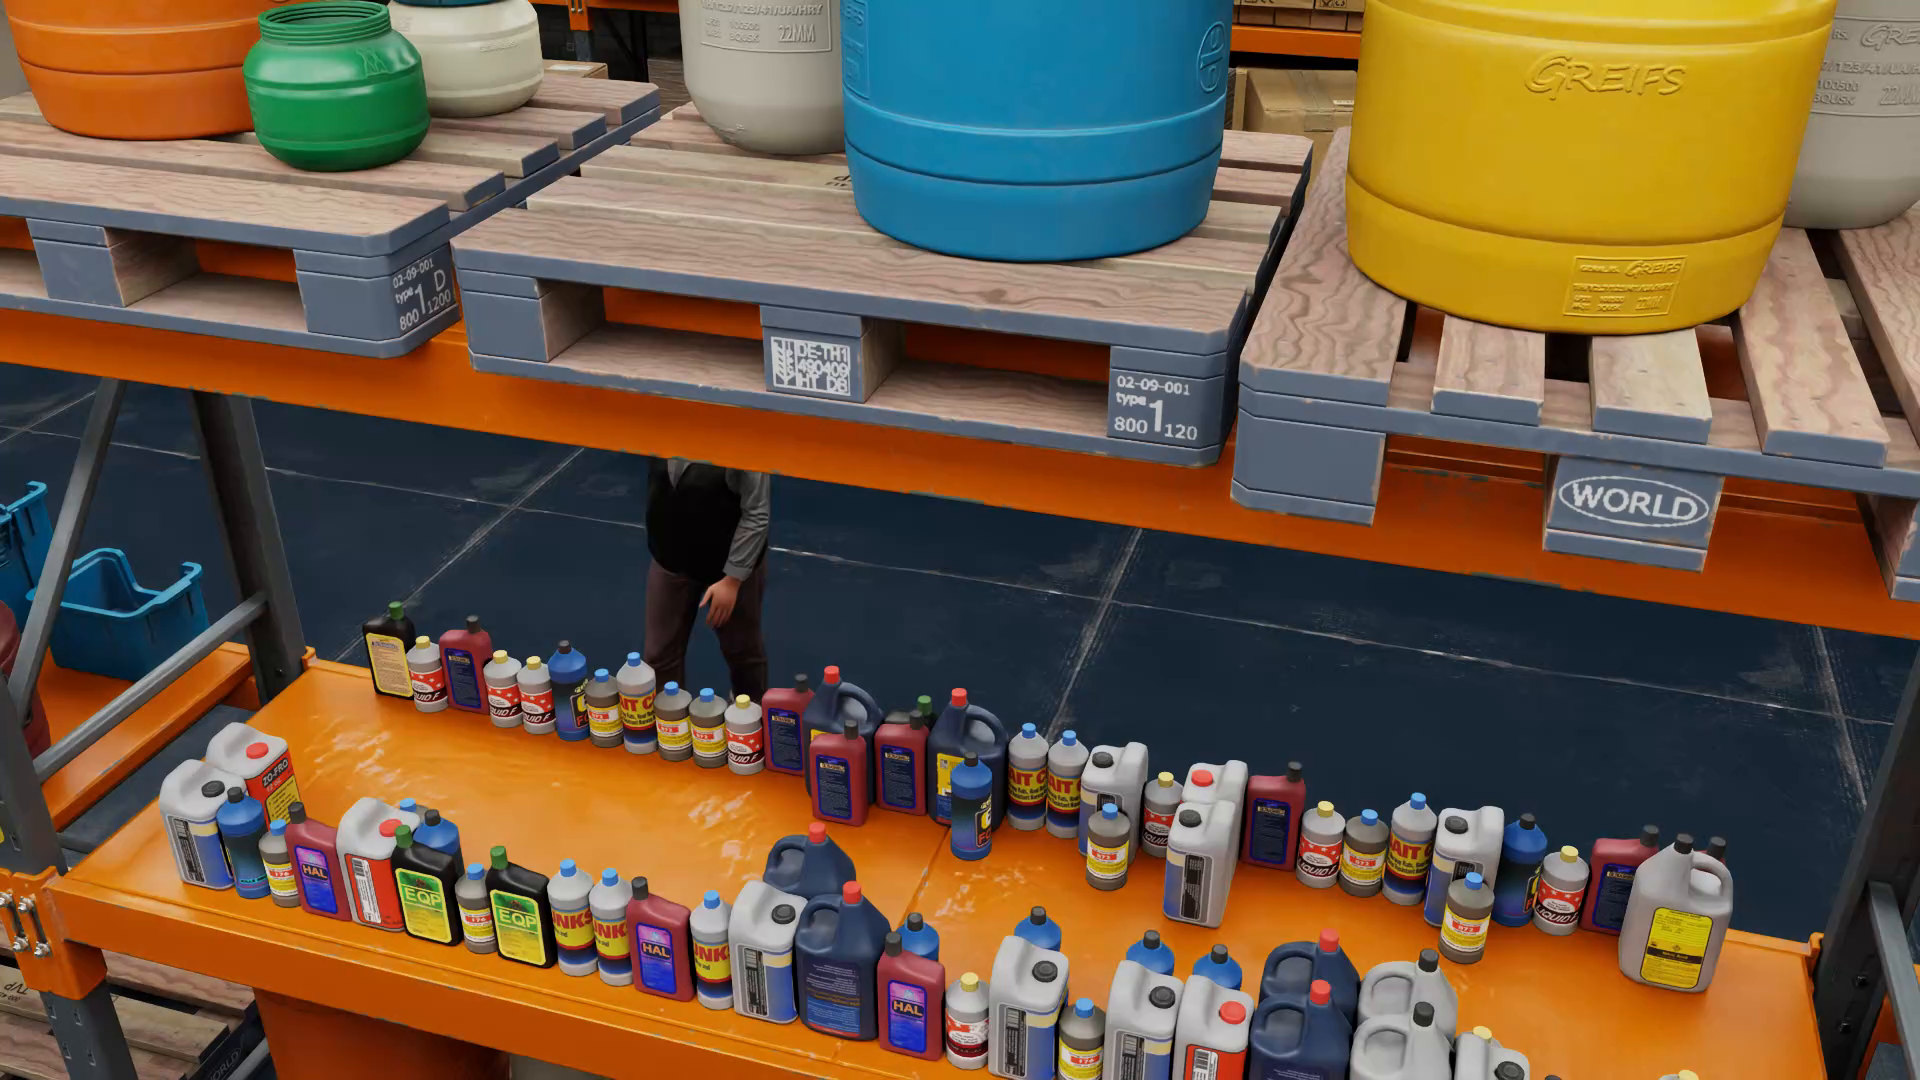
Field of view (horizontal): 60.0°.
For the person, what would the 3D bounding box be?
[{"bbox_3d":[-0.939,0.118,5.904,0.565,1.700,0.799,12,31,21],"label":"person"}]
